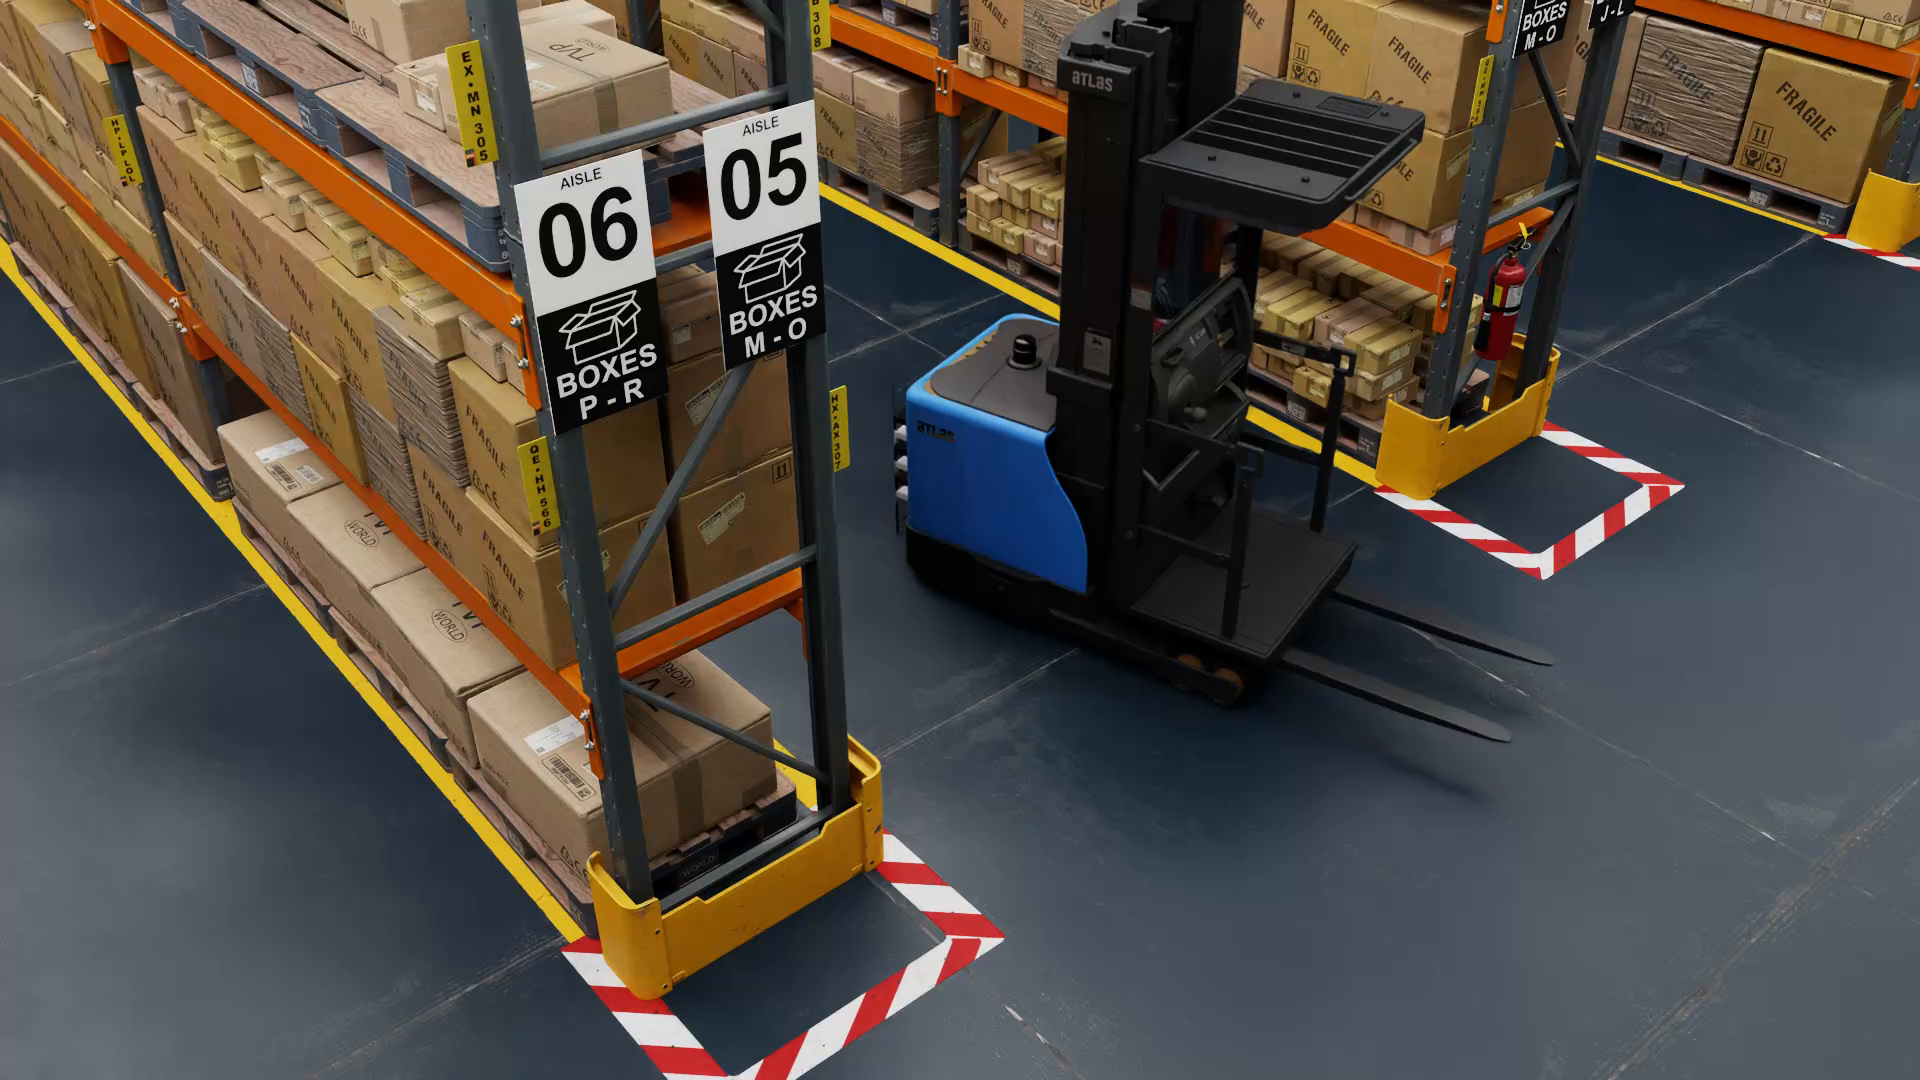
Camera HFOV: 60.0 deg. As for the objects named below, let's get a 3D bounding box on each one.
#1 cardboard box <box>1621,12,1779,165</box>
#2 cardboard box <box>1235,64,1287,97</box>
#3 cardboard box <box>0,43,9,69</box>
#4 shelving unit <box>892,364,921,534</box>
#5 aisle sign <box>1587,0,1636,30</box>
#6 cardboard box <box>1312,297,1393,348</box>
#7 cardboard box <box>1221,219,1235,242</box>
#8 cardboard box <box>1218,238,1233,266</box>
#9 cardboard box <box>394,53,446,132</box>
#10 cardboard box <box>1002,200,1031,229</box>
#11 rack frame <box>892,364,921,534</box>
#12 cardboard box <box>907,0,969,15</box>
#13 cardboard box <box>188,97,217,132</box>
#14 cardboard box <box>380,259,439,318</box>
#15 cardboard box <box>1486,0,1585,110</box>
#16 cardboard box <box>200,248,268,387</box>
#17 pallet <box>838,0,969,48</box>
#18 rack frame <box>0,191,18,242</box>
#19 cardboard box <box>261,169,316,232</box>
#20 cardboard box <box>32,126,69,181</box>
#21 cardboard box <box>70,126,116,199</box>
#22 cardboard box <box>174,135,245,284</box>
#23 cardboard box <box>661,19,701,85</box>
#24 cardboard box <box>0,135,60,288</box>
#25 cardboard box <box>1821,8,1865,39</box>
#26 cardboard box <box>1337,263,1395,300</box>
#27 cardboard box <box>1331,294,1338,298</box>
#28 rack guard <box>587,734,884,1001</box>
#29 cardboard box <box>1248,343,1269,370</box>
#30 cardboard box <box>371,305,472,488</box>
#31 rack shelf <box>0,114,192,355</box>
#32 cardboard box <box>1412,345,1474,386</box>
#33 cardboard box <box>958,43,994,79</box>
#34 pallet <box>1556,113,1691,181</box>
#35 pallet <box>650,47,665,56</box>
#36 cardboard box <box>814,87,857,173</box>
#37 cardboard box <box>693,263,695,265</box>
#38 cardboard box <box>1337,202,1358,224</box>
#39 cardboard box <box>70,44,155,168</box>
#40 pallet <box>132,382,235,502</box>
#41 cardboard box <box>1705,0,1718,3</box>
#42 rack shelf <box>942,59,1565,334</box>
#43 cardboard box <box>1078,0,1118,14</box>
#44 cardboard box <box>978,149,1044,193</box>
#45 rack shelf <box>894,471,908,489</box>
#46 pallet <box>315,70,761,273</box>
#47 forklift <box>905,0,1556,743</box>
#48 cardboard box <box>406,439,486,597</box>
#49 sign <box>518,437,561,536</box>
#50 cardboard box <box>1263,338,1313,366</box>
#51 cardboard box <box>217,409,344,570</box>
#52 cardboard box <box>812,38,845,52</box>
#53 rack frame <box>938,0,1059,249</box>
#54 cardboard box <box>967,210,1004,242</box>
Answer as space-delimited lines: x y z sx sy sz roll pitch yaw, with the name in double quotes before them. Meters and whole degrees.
"cardboard box" 5.652 -3.445 12.395 0.875 0.875 0.875 -26 43 -32
"cardboard box" 1.709 -2.395 9.093 0.500 0.500 0.500 -26 43 -32
"cardboard box" -5.239 -3.012 9.357 0.500 0.500 0.500 -25 42 -31
"shelving unit" -0.181 -0.424 8.471 0.210 0.900 0.258 21 40 26
"aisle sign" 3.135 -2.821 7.790 0.394 0.787 0.004 -26 43 -32
"cardboard box" 2.205 -1.203 9.343 0.380 0.149 0.250 -25 42 -31
"cardboard box" 1.681 -1.938 10.381 0.380 0.149 0.250 -26 43 -32
"cardboard box" 1.521 -1.663 9.993 0.380 0.149 0.250 -28 44 -33
"cardboard box" -1.548 -1.444 5.267 0.380 0.149 0.250 -30 45 -35
"cardboard box" 0.499 -2.218 11.034 0.380 0.149 0.250 -26 43 -31
"rack frame" -0.266 -0.456 8.516 0.006 0.900 0.240 21 40 26
"cardboard box" -0.130 -3.617 11.017 0.380 0.149 0.250 -27 43 -33
"cardboard box" -3.058 -1.829 7.125 0.380 0.149 0.250 -27 43 -32
"cardboard box" -1.786 -0.899 5.813 0.380 0.149 0.250 -25 42 -31
"cardboard box" 2.772 -2.548 8.445 0.500 0.500 0.500 -26 43 -32
"cardboard box" -3.014 -1.068 7.477 0.500 0.500 0.500 -26 43 -32
"pallet" -0.104 -3.760 11.531 1.003 0.211 1.213 -26 43 -32
"rack frame" -6.020 -3.322 10.746 1.000 3.000 0.127 -26 43 -32
"cardboard box" -2.465 -1.354 6.454 0.380 0.149 0.250 -26 43 -32
"cardboard box" -4.896 -2.280 9.405 0.500 0.250 0.500 -26 43 -32
"cardboard box" -4.237 -2.020 8.606 0.500 0.250 0.500 -25 42 -31
"cardboard box" -2.995 -1.479 7.192 0.500 0.500 0.500 -27 43 -32
"cardboard box" -2.042 -3.957 13.442 0.500 0.500 0.500 -28 44 -34
"cardboard box" -5.638 -2.290 10.764 0.875 0.875 0.875 -26 43 -32
"cardboard box" 6.063 -3.532 11.260 0.380 0.149 0.250 -26 43 -31
"cardboard box" 2.446 -1.525 9.798 0.380 0.149 0.250 -26 43 -32
"cardboard box" 2.275 -1.508 10.031 0.380 0.149 0.250 -25 42 -30
"rack guard" -0.842 1.241 6.466 1.175 0.500 0.348 -26 43 -32
"cardboard box" 1.843 -1.172 9.814 0.380 0.149 0.250 -26 43 -31
"cardboard box" -1.710 -0.582 5.927 0.500 0.500 0.500 -26 43 -32
"rack shelf" -4.729 -2.145 9.707 1.077 0.370 4.000 -26 43 -32
"cardboard box" 2.765 -1.039 9.627 0.380 0.149 0.250 -25 42 -31
"cardboard box" 0.210 -3.097 10.646 0.380 0.149 0.250 -24 42 -30
"pallet" 5.354 -3.210 13.001 1.003 0.211 1.213 -26 43 -32
"pallet" -2.755 -4.451 14.753 1.003 0.211 1.213 -26 43 -32
"cardboard box" -0.723 -3.057 12.172 0.500 0.500 0.500 -27 43 -33
"cardboard box" -1.178 -1.010 5.969 0.380 0.149 0.250 -25 42 -30
"cardboard box" 2.127 -1.846 8.879 0.380 0.149 0.250 -26 43 -32
"cardboard box" -3.919 -2.108 8.081 0.500 0.500 0.500 -25 42 -30
"pallet" -3.994 -0.730 9.500 1.003 0.211 1.213 -26 43 -32
"cardboard box" 5.404 -3.982 11.896 0.380 0.149 0.250 -26 43 -32
"rack shelf" 1.568 -2.270 9.883 1.077 0.370 4.000 -26 43 -32
"cardboard box" 1.030 -3.270 9.463 0.500 0.500 0.500 -25 42 -31
"cardboard box" 0.342 -2.468 11.129 0.380 0.149 0.250 -24 42 -30
"rack shelf" -0.181 -0.323 8.542 0.200 0.077 0.258 21 40 26
"pallet" -1.344 -1.301 5.375 1.003 0.211 1.213 -26 43 -32
"forklift" 1.243 -0.794 7.237 3.031 2.935 1.130 21 40 26
"cardboard box" -1.683 -0.172 6.212 0.500 0.500 0.500 -27 43 -33
"sign" -1.281 -0.163 5.079 0.100 0.325 0.005 -26 43 -32
"cardboard box" 1.964 -1.165 9.547 0.380 0.149 0.250 -28 44 -33
"cardboard box" -3.115 -0.364 8.424 0.875 0.438 0.875 -27 43 -32
"cardboard box" -1.070 -3.598 12.287 0.500 0.250 0.500 -28 44 -34
"rack frame" 0.278 -3.447 10.922 1.000 3.000 0.127 -26 43 -32
"cardboard box" 0.267 -2.174 11.229 0.380 0.149 0.250 -28 44 -34
